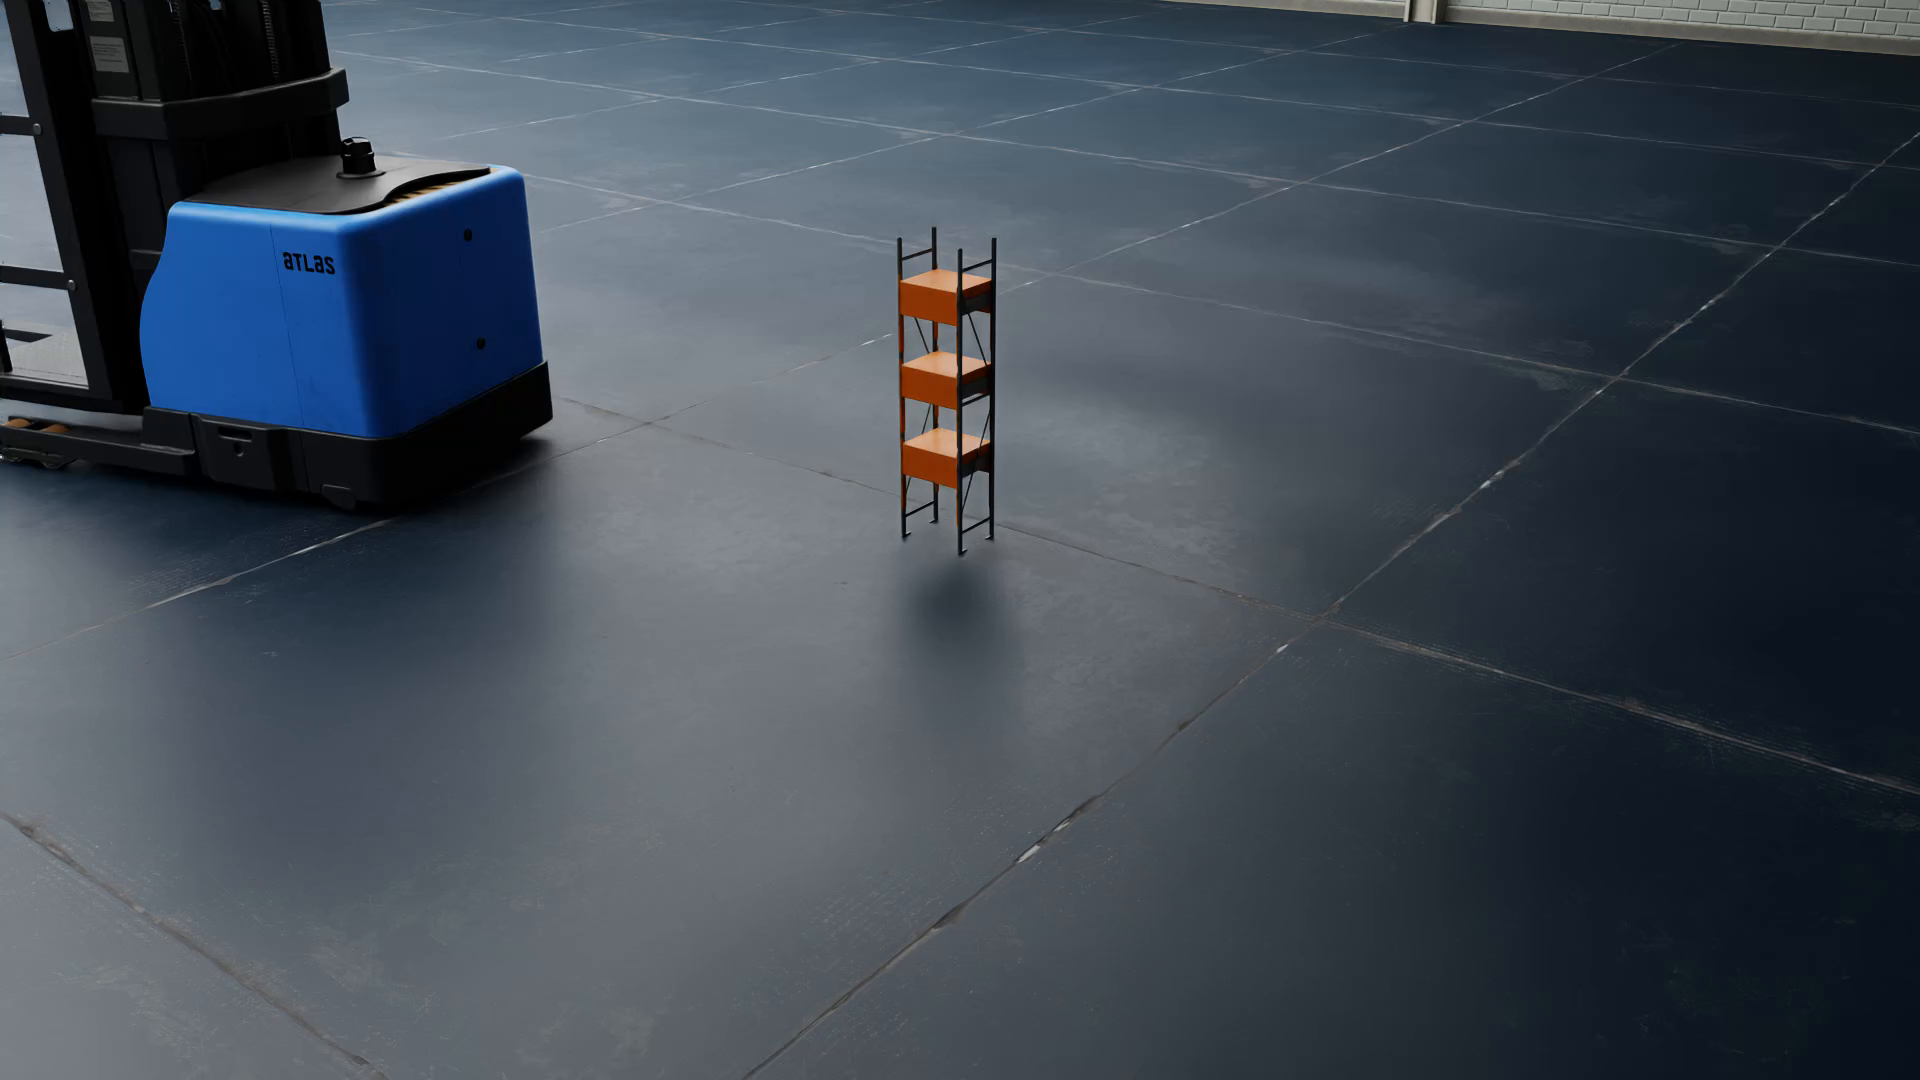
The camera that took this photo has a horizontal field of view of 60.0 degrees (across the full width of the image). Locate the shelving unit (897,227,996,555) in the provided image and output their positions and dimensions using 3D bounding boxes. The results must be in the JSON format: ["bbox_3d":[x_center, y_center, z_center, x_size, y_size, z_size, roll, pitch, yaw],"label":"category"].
[{"bbox_3d":[-0.043,-0.493,5.568,0.252,1.050,0.215,17,29,33],"label":"shelving unit"}]

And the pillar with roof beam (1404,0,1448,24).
[{"bbox_3d":[2.921,-8.876,14.734,0.400,9.000,9.100,17,29,33],"label":"pillar with roof beam"}]

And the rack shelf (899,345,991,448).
[{"bbox_3d":[-0.043,-0.484,5.572,0.240,0.259,0.215,17,29,33],"label":"rack shelf"}]

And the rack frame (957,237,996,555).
[{"bbox_3d":[0.055,-0.464,5.501,0.008,1.050,0.200,17,29,33],"label":"rack frame"}]

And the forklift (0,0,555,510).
[{"bbox_3d":[-3.200,-1.801,6.202,3.031,2.935,1.130,9,25,19],"label":"forklift"}]

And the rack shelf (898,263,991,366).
[{"bbox_3d":[-0.043,-0.743,5.458,0.240,0.259,0.215,17,29,33],"label":"rack shelf"}]

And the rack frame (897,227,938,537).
[{"bbox_3d":[-0.140,-0.523,5.635,0.008,1.050,0.200,17,29,33],"label":"rack frame"}]

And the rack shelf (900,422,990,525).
[{"bbox_3d":[-0.043,-0.229,5.684,0.240,0.259,0.215,17,29,33],"label":"rack shelf"}]
